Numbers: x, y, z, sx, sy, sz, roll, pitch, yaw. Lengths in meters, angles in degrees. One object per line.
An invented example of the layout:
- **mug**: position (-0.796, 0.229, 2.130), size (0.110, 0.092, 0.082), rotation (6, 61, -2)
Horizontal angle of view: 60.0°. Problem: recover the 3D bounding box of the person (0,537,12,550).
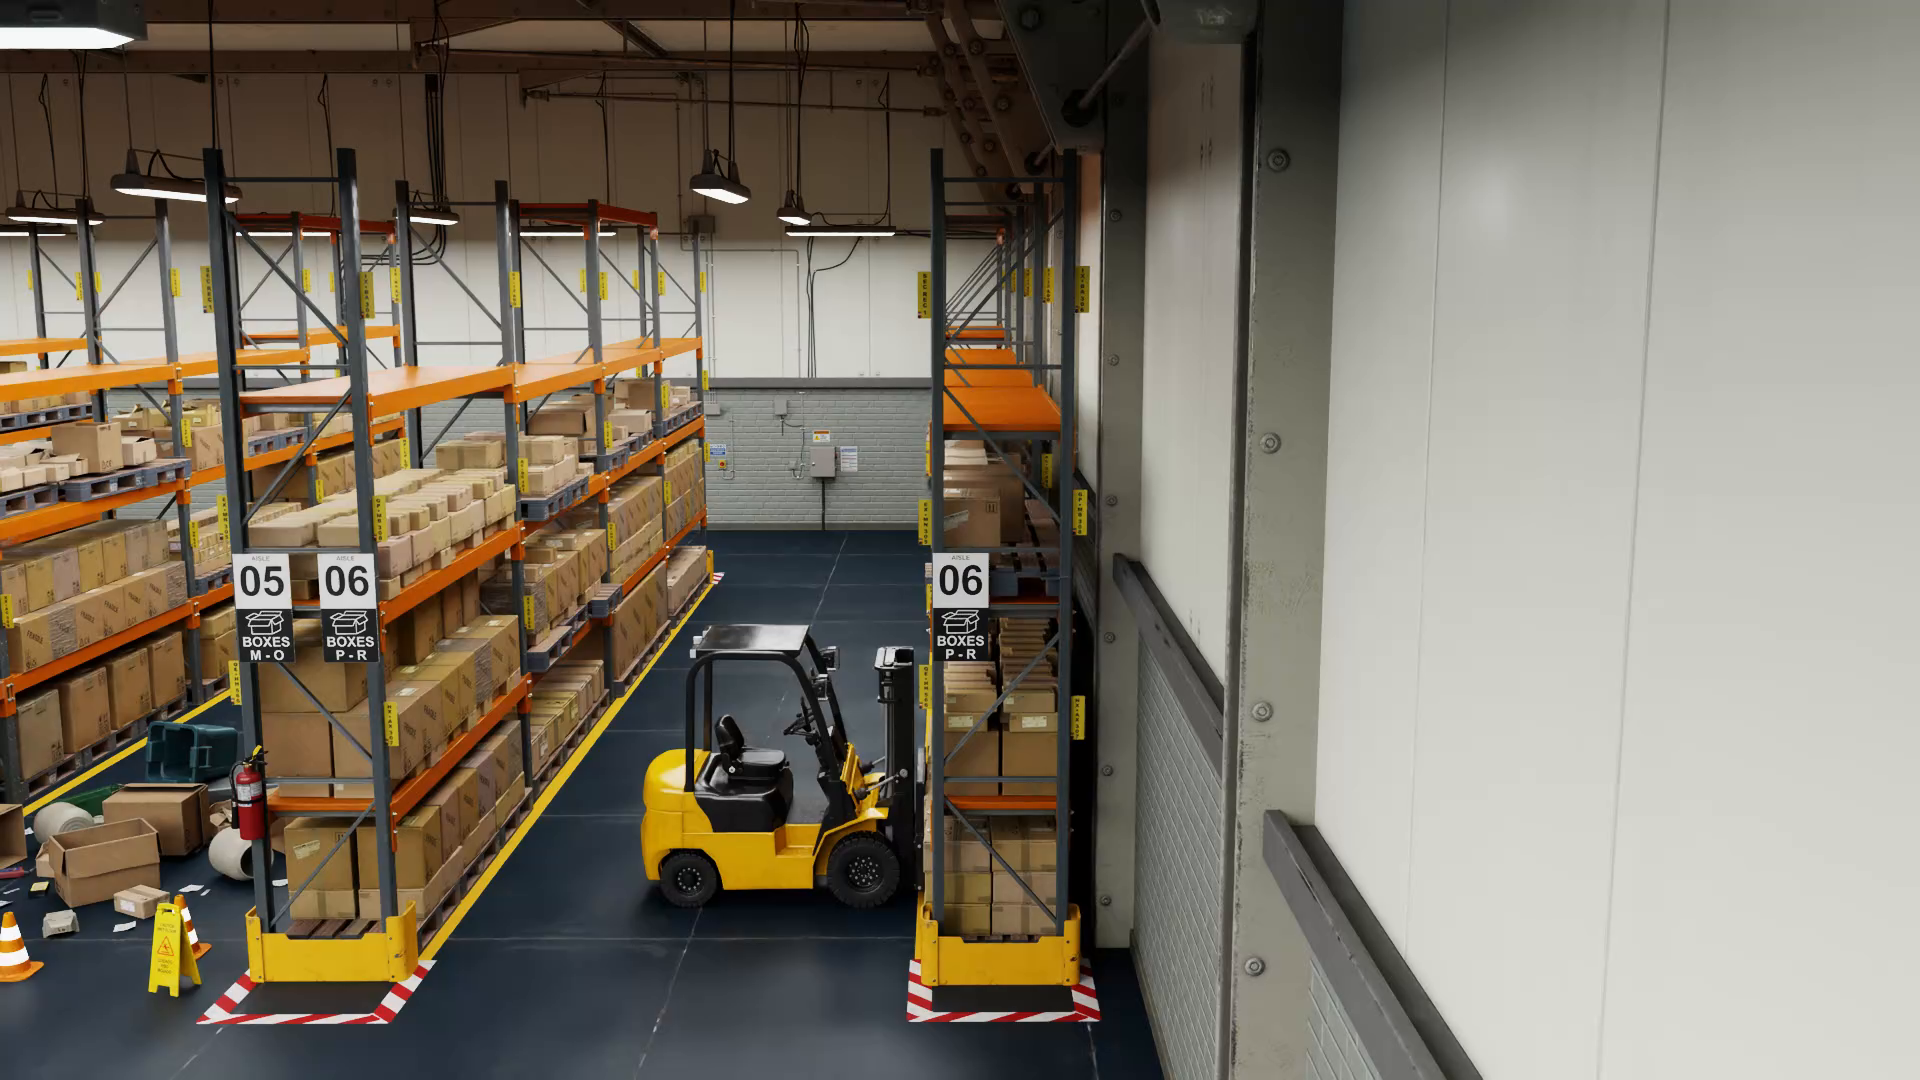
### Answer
- **person**: position (-12.714, 0.761, 22.186), size (0.670, 1.787, 0.852), rotation (-2, 9, -10)
